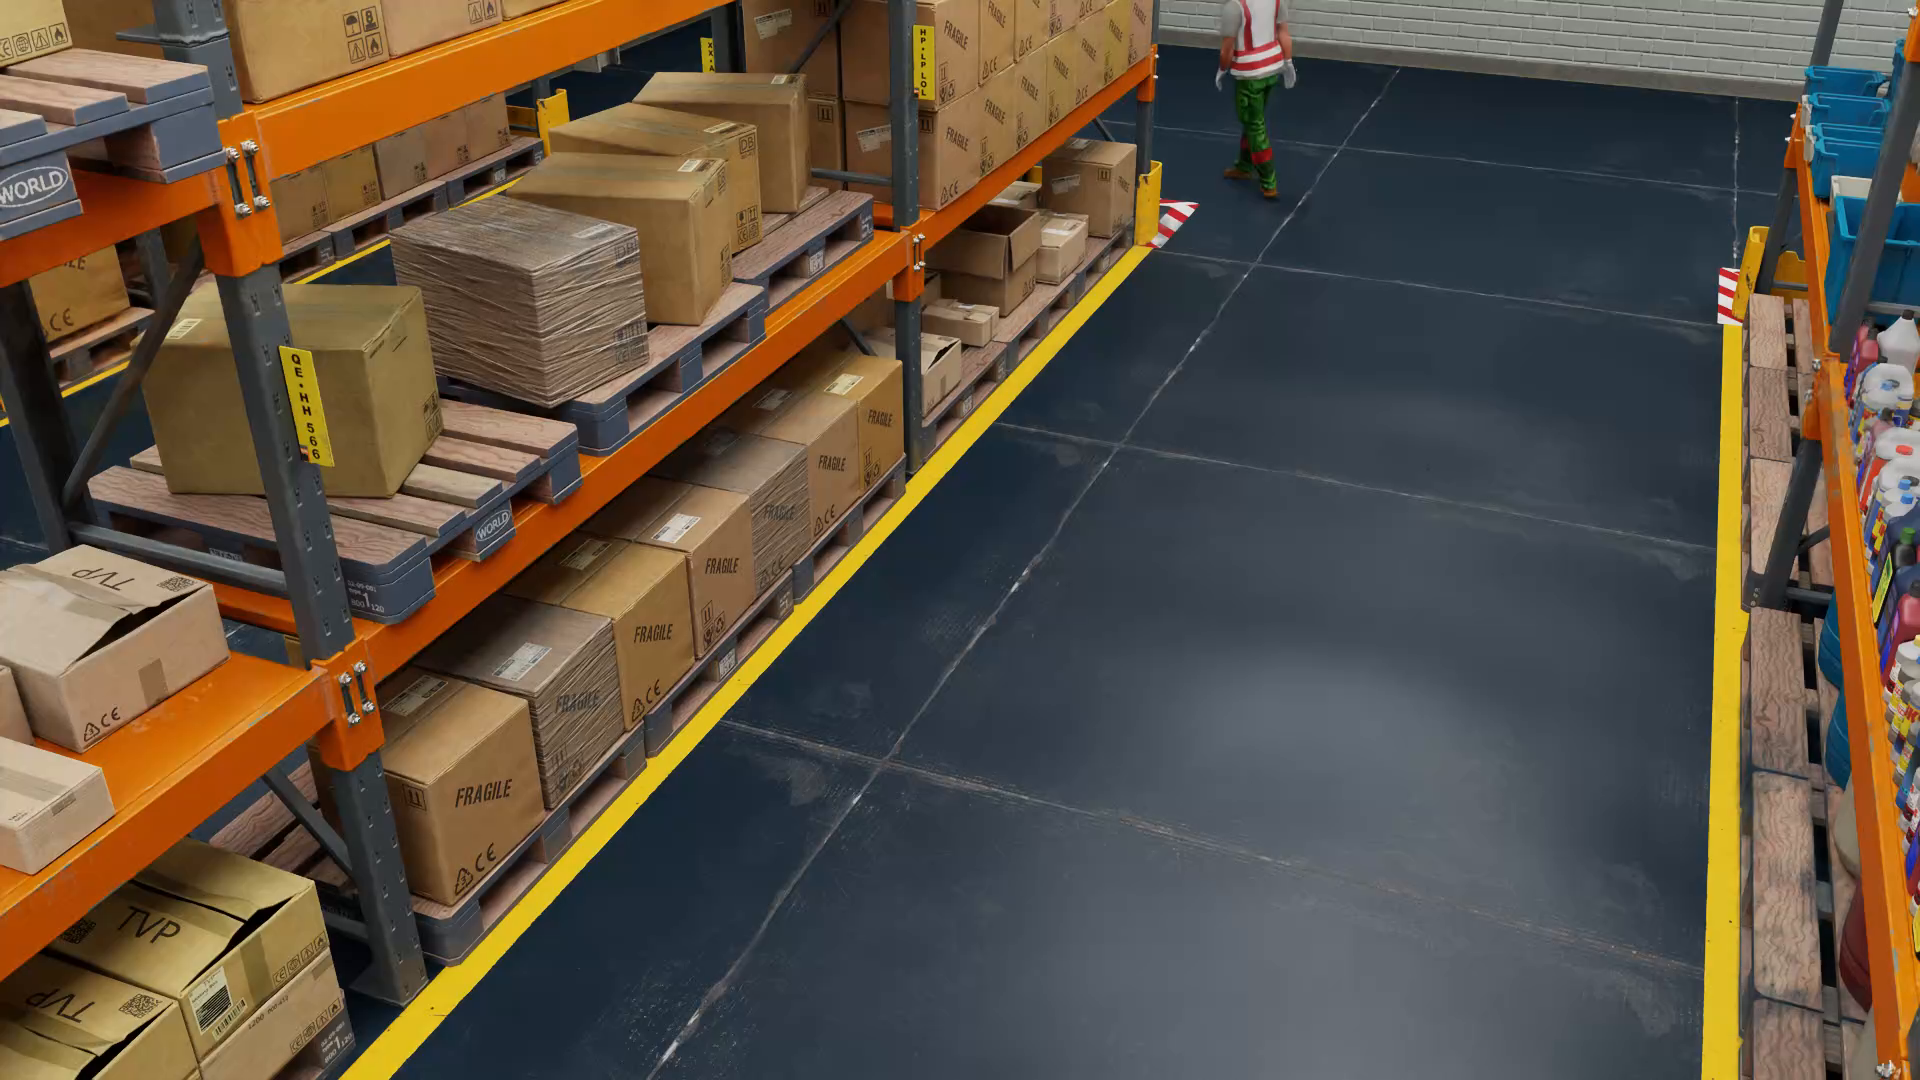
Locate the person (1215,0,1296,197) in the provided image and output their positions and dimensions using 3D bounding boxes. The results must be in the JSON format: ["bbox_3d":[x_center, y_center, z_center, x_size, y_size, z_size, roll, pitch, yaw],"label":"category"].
[{"bbox_3d":[2.092,-3.437,12.190,0.631,1.767,0.688,-17,34,-28],"label":"person"}]
